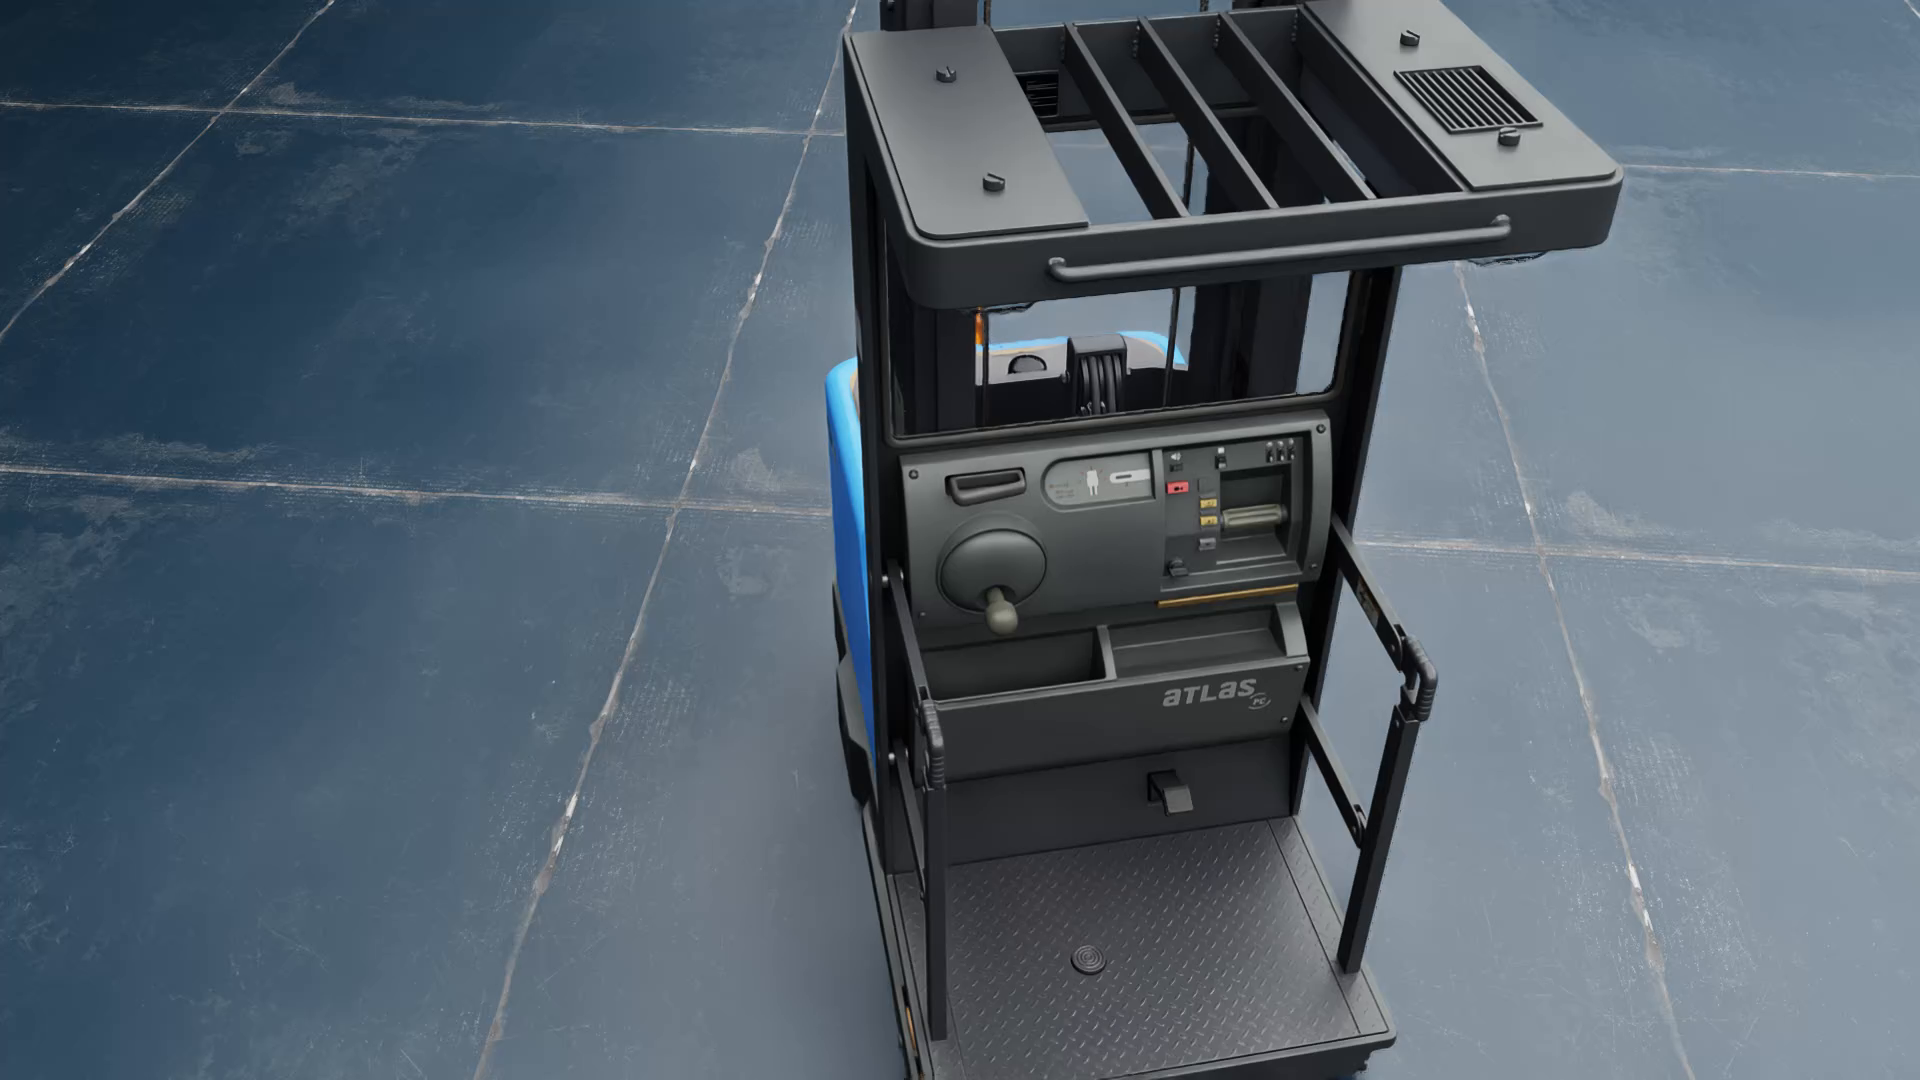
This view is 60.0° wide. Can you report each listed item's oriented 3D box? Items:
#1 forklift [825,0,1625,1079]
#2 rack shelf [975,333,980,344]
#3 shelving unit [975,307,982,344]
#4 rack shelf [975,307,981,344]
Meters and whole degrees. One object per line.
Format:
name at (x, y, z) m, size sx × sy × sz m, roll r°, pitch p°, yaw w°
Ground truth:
forklift at (0.384, 0.042, 3.377) m, size 1.130 × 2.935 × 3.031 m, roll -7°, pitch 40°, yaw -8°
rack shelf at (-0.014, -0.618, 5.249) m, size 0.180 × 0.103 × 0.258 m, roll 3°, pitch 39°, yaw 4°
shelving unit at (-0.014, -0.466, 5.372) m, size 0.189 × 1.200 × 0.258 m, roll 3°, pitch 39°, yaw 4°
rack shelf at (-0.014, -0.711, 5.173) m, size 0.180 × 0.103 × 0.258 m, roll 3°, pitch 39°, yaw 4°
